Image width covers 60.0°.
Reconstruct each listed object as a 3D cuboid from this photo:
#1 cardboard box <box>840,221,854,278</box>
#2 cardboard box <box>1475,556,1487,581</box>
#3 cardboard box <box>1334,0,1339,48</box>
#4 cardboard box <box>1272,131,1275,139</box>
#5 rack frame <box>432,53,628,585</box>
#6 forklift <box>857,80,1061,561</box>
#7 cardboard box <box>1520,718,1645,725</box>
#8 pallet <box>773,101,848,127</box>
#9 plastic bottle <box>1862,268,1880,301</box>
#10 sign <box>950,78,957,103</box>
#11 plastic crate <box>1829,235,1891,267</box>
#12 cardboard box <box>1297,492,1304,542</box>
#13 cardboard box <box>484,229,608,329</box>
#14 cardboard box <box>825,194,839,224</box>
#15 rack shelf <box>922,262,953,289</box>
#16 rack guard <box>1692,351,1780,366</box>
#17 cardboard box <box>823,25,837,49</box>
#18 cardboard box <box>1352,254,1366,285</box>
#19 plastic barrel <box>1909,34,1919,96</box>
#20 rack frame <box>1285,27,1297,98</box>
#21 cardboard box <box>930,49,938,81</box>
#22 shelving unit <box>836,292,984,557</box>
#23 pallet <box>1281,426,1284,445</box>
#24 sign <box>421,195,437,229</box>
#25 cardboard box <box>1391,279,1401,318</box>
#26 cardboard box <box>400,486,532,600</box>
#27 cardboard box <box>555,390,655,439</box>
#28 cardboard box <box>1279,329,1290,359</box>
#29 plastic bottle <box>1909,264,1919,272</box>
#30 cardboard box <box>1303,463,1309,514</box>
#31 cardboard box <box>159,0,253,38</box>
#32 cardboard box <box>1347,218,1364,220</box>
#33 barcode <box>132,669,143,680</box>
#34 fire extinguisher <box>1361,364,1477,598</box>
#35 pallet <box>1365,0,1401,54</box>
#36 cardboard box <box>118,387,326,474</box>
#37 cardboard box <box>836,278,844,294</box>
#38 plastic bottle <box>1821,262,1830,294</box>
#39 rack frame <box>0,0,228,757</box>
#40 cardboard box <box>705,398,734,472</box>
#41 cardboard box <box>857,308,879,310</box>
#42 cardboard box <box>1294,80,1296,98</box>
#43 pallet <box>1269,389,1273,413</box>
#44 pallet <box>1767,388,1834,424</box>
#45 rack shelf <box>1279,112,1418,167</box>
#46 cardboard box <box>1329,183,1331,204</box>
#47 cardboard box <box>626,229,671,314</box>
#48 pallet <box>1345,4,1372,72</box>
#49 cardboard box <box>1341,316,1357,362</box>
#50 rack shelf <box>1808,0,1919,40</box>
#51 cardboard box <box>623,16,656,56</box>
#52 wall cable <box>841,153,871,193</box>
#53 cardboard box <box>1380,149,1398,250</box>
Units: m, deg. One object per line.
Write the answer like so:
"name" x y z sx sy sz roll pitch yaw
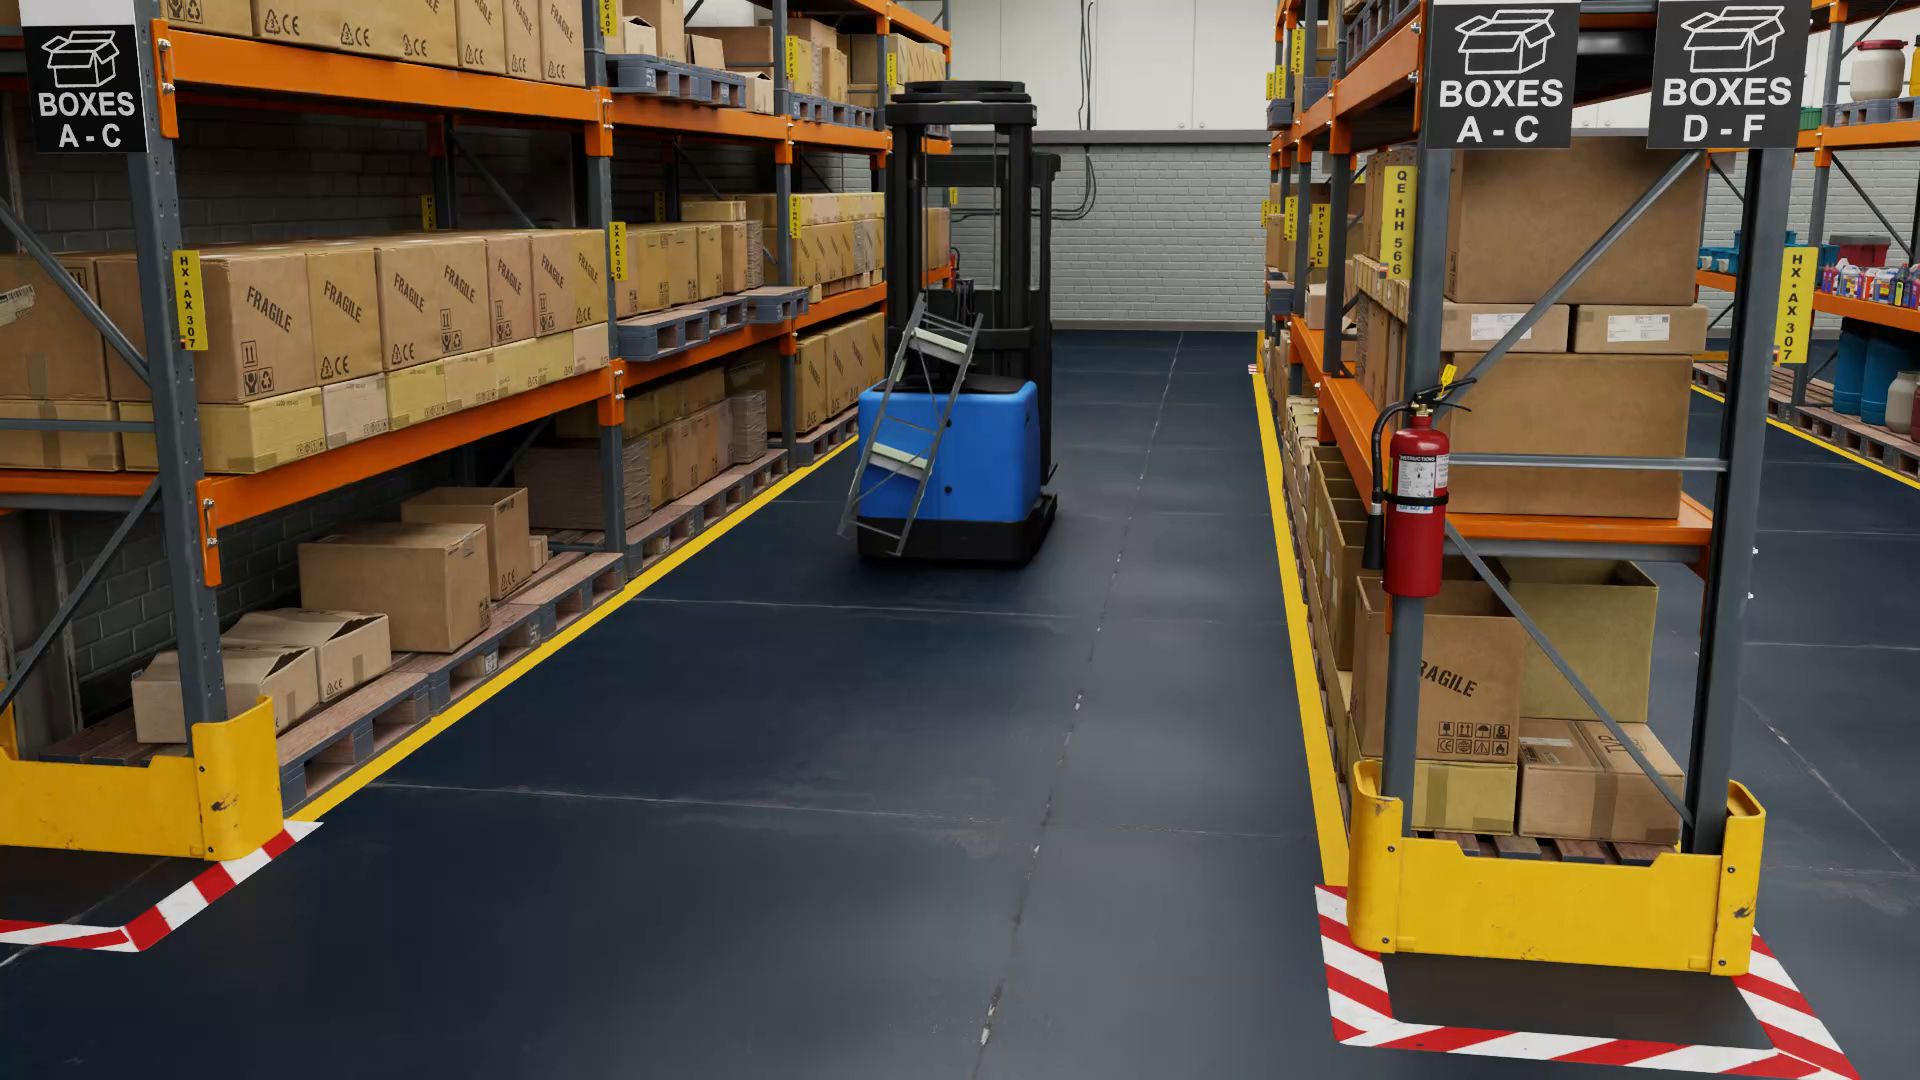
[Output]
"cardboard box" -1.279 -2.666 15.254 0.500 0.500 0.500 2 12 10
"cardboard box" 2.260 0.236 6.530 0.500 0.500 0.500 2 12 9
"cardboard box" 3.122 -3.984 12.627 0.500 0.500 0.500 2 12 9
"cardboard box" 3.859 -4.745 19.127 0.500 0.250 0.500 2 12 9
"rack frame" -2.462 -1.216 9.516 1.000 3.000 0.127 2 12 9
"forklift" 0.092 -1.564 11.294 1.130 2.935 3.031 2 12 8
"cardboard box" 2.194 0.707 6.125 0.500 0.250 0.500 2 12 9
"pallet" -1.631 -3.791 14.794 1.003 0.211 1.213 2 12 11
"plastic bottle" 7.968 -2.223 14.483 0.152 0.276 0.135 2 12 9
"sign" -0.082 -5.554 20.611 0.100 0.325 0.005 2 12 9
"plastic crate" 8.943 -2.799 16.566 0.402 0.464 0.583 2 12 9
"cardboard box" 2.291 -0.118 9.953 0.500 0.250 0.500 2 12 8
"cardboard box" -2.229 -1.411 8.948 0.500 0.500 0.500 2 12 9
"cardboard box" -1.367 -2.922 14.659 0.500 0.250 0.500 2 12 9
"rack shelf" -0.924 -2.946 19.251 1.077 0.370 4.000 2 12 9
"rack guard" 9.164 -2.177 19.906 1.175 0.500 0.348 2 12 9
"cardboard box" -1.496 -4.799 15.961 0.500 0.250 0.500 3 12 13
"cardboard box" 2.201 -1.373 8.466 0.380 0.149 0.250 2 12 9
"plastic barrel" 8.618 -4.127 14.462 0.600 0.588 0.600 0 12 0
"rack frame" 3.664 -5.654 15.870 1.000 3.000 0.127 2 12 9
"cardboard box" -0.547 -5.463 19.443 0.500 0.500 0.500 2 12 10
"shelving unit" -0.296 -0.698 10.104 0.431 1.500 0.755 19 4 -1
"pallet" 3.391 -0.933 14.823 1.003 0.211 1.213 2 12 9
"sign" -3.011 -1.799 9.474 0.100 0.325 0.005 2 12 9
"cardboard box" 1.887 -0.945 6.481 0.380 0.149 0.250 2 12 10
"cardboard box" -2.582 0.008 8.725 0.500 0.500 0.500 1 12 4
"cardboard box" -2.301 -0.821 10.793 0.500 0.250 0.500 2 12 7
"cardboard box" 3.195 -1.780 15.244 0.500 0.250 0.500 2 12 9
"plastic bottle" 8.817 -2.407 15.338 0.152 0.276 0.135 2 12 9
"cardboard box" 2.213 -0.285 9.396 0.500 0.311 0.500 2 12 9
"cardboard box" -2.778 -1.970 5.609 0.500 0.500 0.500 2 12 10
"cardboard box" 3.364 -2.462 14.064 0.700 0.500 0.500 4 13 19
"barcode" -3.274 0.554 6.621 0.001 0.075 0.075 2 12 9
"fire extinguisher" 1.341 -0.176 4.875 0.296 0.674 0.183 2 12 9
"pallet" 2.138 -2.048 6.465 1.003 0.211 1.213 2 12 9
"cardboard box" -2.688 -0.411 6.090 0.500 0.250 0.500 2 12 7
"cardboard box" -1.294 -2.371 15.423 0.380 0.149 0.250 2 12 10
"plastic bottle" 8.080 -2.441 15.476 0.061 0.283 0.133 2 12 9
"rack frame" -3.077 -0.383 5.652 1.000 3.000 0.127 2 12 9
"cardboard box" -2.100 -0.787 12.413 0.700 0.500 0.500 2 12 9
"cardboard box" -0.997 -2.634 19.493 0.380 0.149 0.250 2 12 9
"cardboard box" 3.471 -4.469 16.660 0.500 0.250 0.500 2 12 9
"pallet" 3.771 -1.501 17.459 1.003 0.211 1.213 2 12 9
"pallet" 8.633 -1.352 16.764 1.003 0.211 1.213 2 12 9
"rack shelf" 3.356 -3.420 14.330 1.077 0.370 4.000 2 12 9
"cardboard box" 4.093 -3.456 17.298 0.500 0.500 0.500 1 12 7
"cardboard box" -2.257 -1.701 10.484 0.700 0.500 0.500 3 13 14
"pallet" 2.328 -2.301 7.640 1.003 0.211 1.213 2 12 9
"cardboard box" 2.387 -1.180 9.666 0.396 0.266 0.258 2 12 7
"rack shelf" 8.866 -5.362 17.172 1.077 0.370 4.000 2 12 9
"cardboard box" -2.204 -3.084 10.276 0.500 0.311 0.500 2 12 10
"wall cable" -1.354 -4.508 22.379 0.084 1.984 1.851 2 12 9
"cardboard box" 2.218 -1.437 7.226 0.700 0.500 0.500 2 12 9
